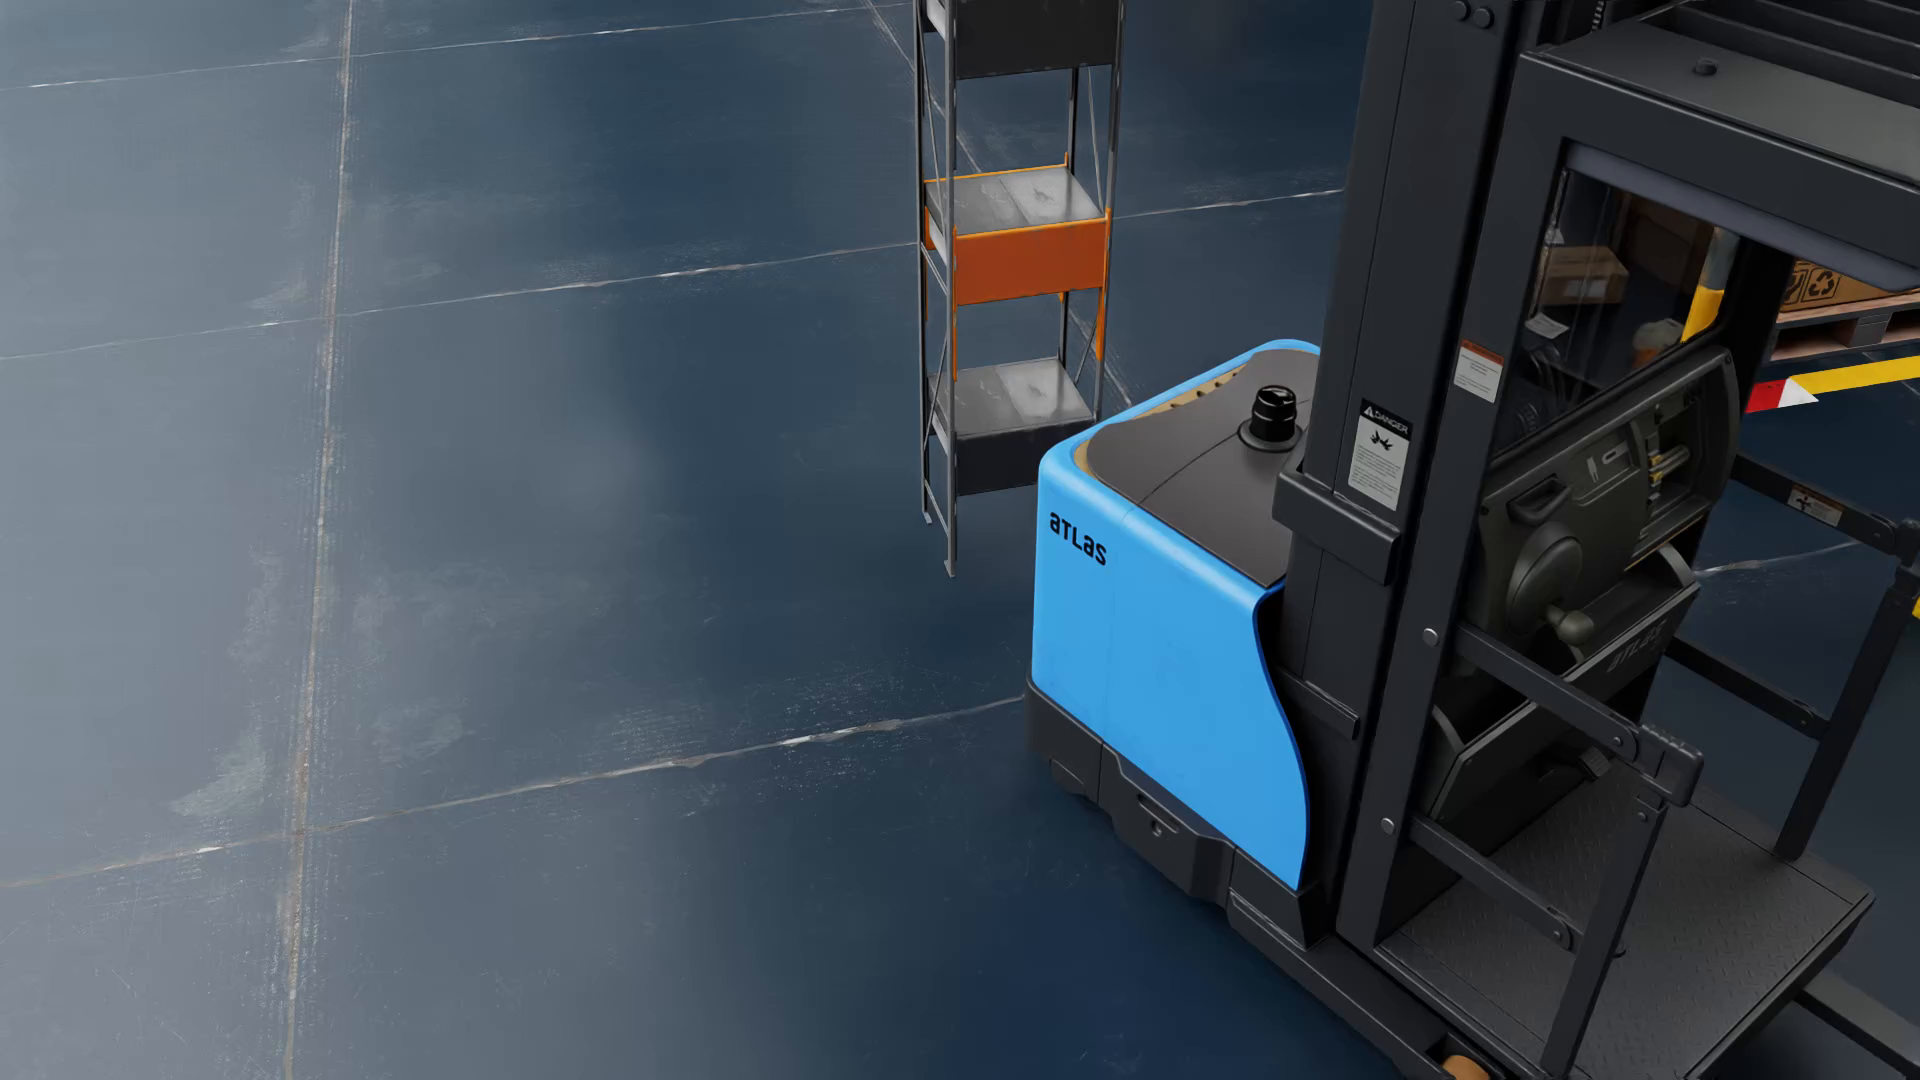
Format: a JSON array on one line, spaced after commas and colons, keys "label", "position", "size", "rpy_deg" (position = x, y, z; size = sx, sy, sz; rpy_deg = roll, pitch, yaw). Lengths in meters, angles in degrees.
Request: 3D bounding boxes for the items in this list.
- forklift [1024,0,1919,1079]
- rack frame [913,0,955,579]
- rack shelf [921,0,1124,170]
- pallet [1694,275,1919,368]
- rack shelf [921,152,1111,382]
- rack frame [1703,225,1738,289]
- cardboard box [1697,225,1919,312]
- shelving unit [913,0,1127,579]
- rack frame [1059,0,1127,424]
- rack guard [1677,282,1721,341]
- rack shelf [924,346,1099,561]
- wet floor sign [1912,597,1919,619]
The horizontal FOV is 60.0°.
[{"label": "forklift", "position": [1.513, -0.035, 3.383], "size": [1.130, 2.935, 3.031], "rpy_deg": [-27, 45, -30]}, {"label": "rack frame", "position": [-0.076, -0.822, 5.096], "size": [0.015, 2.100, 0.400], "rpy_deg": [-9, 38, -12]}, {"label": "rack shelf", "position": [0.160, -1.405, 4.729], "size": [0.480, 0.518, 0.431], "rpy_deg": [-9, 38, -12]}, {"label": "pallet", "position": [3.530, -1.139, 7.066], "size": [1.213, 0.211, 1.003], "rpy_deg": [-9, 38, -12]}, {"label": "rack shelf", "position": [0.160, -0.849, 5.155], "size": [0.480, 0.518, 0.431], "rpy_deg": [-9, 38, -12]}, {"label": "rack frame", "position": [2.778, -2.074, 5.993], "size": [0.127, 3.000, 1.000], "rpy_deg": [-9, 38, -12]}, {"label": "cardboard box", "position": [3.416, -1.543, 6.702], "size": [0.875, 0.875, 0.875], "rpy_deg": [-9, 38, -12]}, {"label": "shelving unit", "position": [0.160, -0.860, 5.146], "size": [0.503, 2.100, 0.431], "rpy_deg": [-9, 38, -12]}, {"label": "rack frame", "position": [0.395, -0.899, 5.197], "size": [0.015, 2.100, 0.400], "rpy_deg": [-9, 38, -12]}, {"label": "rack guard", "position": [2.755, -1.078, 6.747], "size": [0.348, 0.500, 1.175], "rpy_deg": [-9, 38, -12]}, {"label": "rack shelf", "position": [0.160, -0.293, 5.580], "size": [0.480, 0.518, 0.431], "rpy_deg": [-9, 38, -12]}, {"label": "wet floor sign", "position": [3.266, 0.027, 5.184], "size": [0.232, 0.644, 0.267], "rpy_deg": [-16, 40, -20]}]
